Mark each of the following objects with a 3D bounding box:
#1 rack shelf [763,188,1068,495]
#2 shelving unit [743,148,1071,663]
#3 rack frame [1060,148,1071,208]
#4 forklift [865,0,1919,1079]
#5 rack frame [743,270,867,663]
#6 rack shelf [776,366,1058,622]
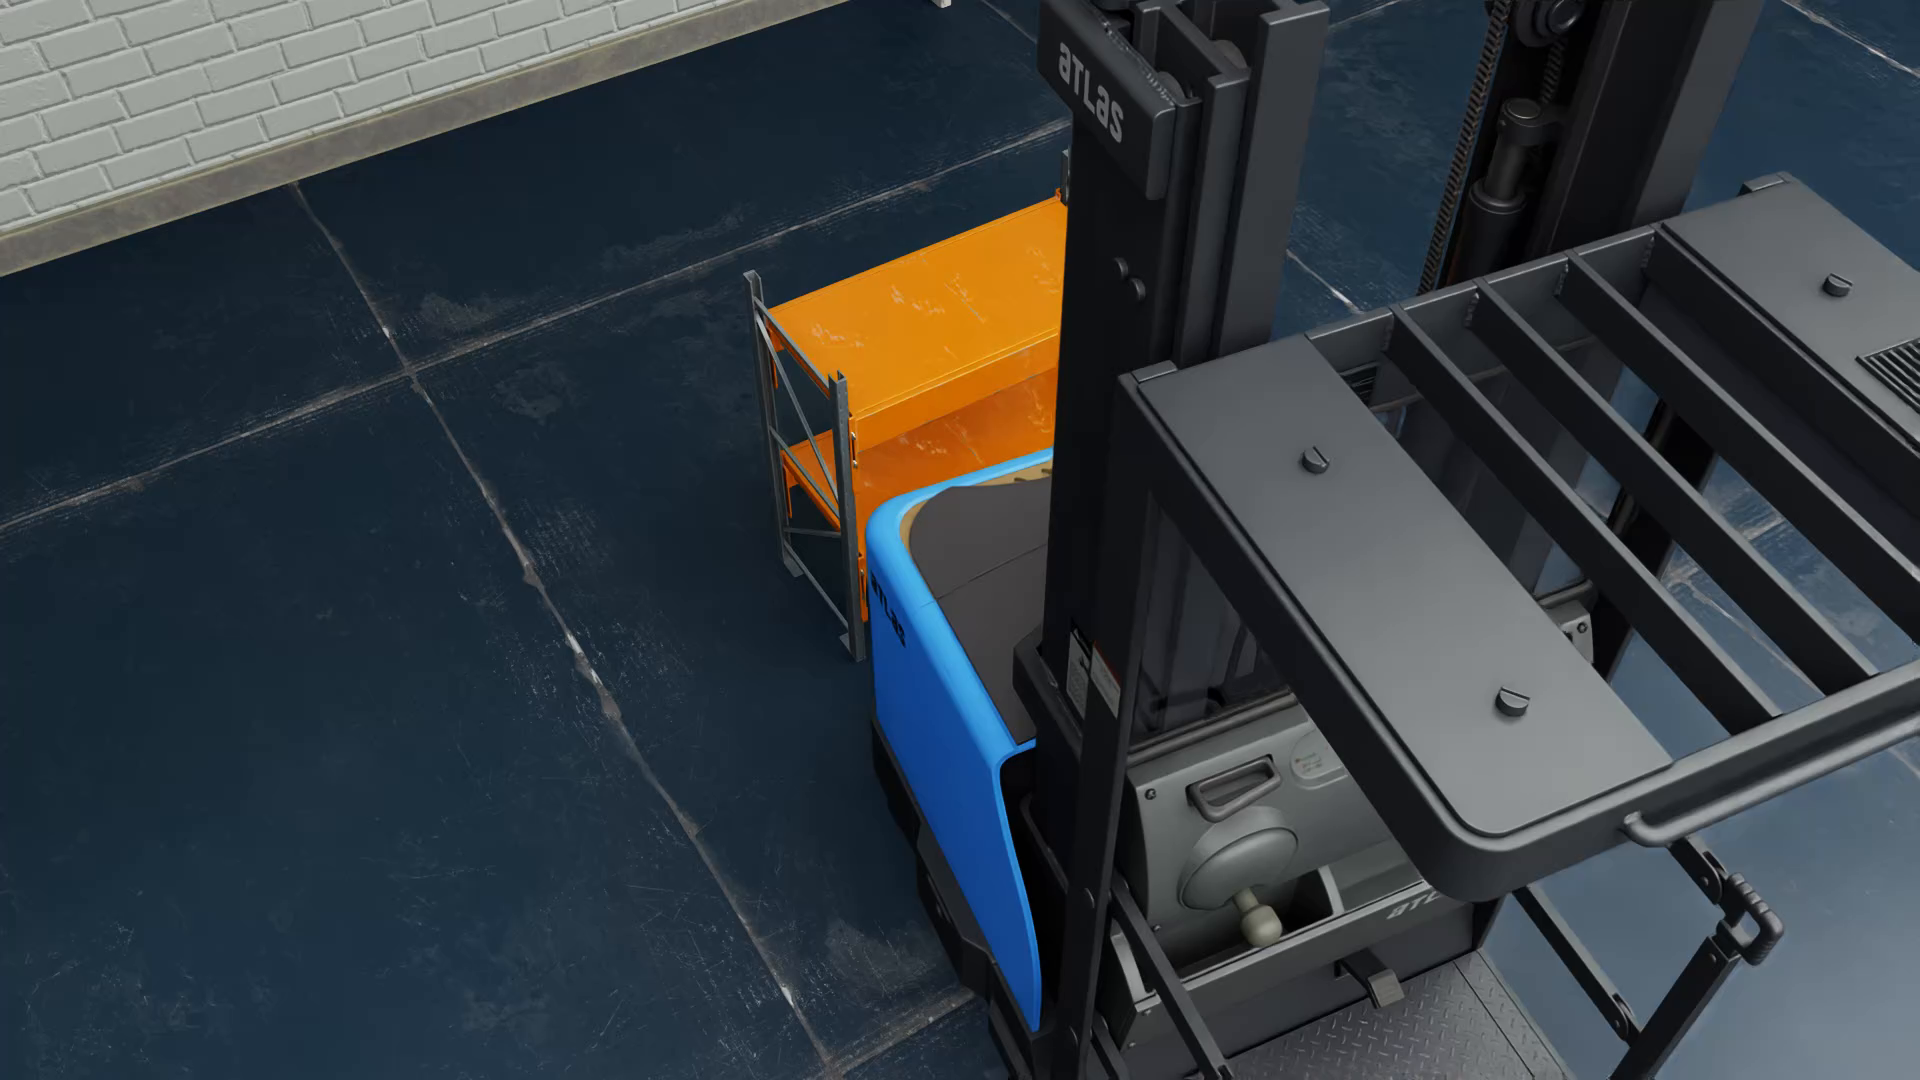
[{"bbox_3d":[0.006,-0.571,4.614,1.000,0.278,0.538,-25,53,-21],"label":"rack shelf"},{"bbox_3d":[0.006,-0.377,4.832,1.048,1.125,0.538,-25,53,-21],"label":"shelving unit"},{"bbox_3d":[0.436,-0.579,5.013,0.032,1.125,0.500,-25,53,-21],"label":"rack frame"},{"bbox_3d":[0.818,0.522,2.823,1.130,2.935,3.031,-18,51,-16],"label":"forklift"},{"bbox_3d":[-0.424,-0.174,4.652,0.032,1.125,0.500,-25,53,-21],"label":"rack frame"},{"bbox_3d":[0.006,-0.214,5.015,1.000,0.278,0.538,-25,53,-21],"label":"rack shelf"}]
